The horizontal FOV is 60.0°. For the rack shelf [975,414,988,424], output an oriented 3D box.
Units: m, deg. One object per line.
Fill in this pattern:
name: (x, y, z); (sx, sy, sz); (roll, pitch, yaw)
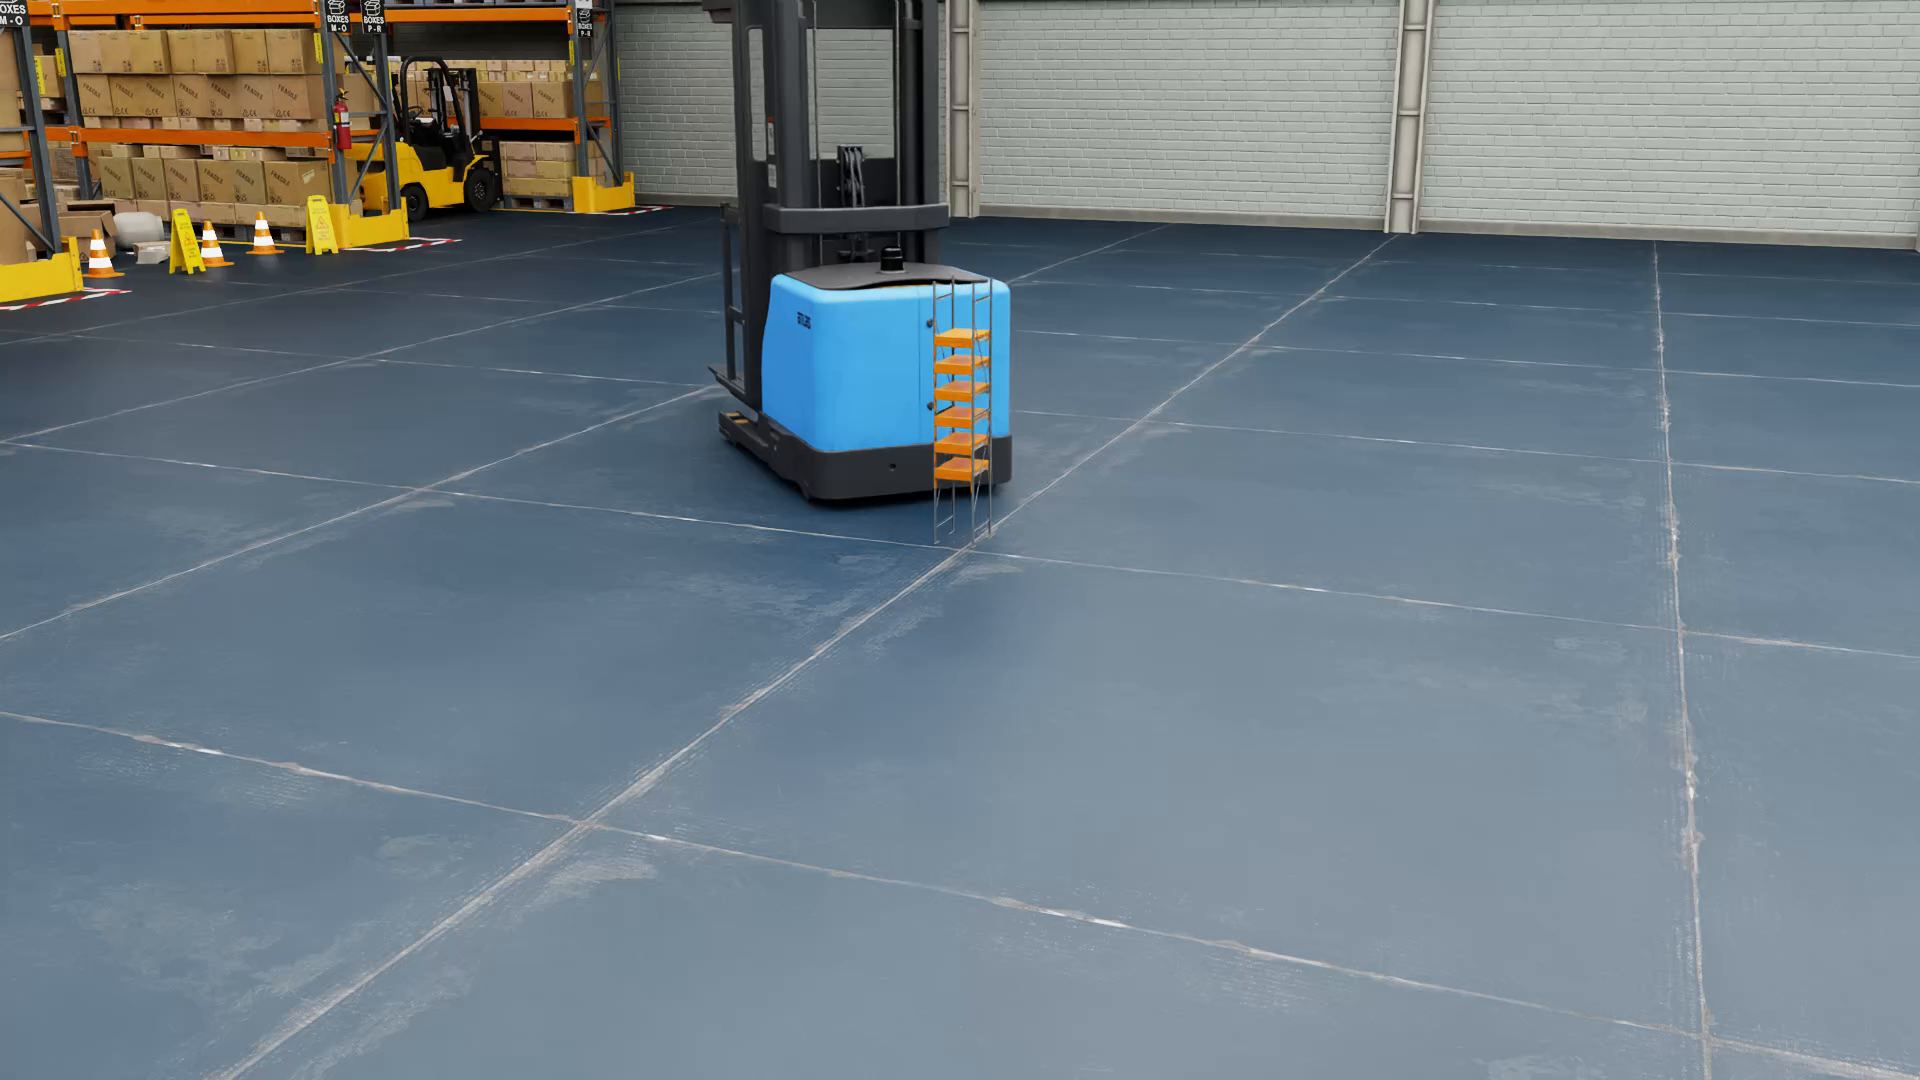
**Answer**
rack shelf: (0.013, -0.551, 7.508); (0.166, 0.020, 0.199); (6, 17, 21)

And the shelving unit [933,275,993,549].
shelving unit: (0.013, -0.575, 7.501); (0.189, 1.200, 0.258); (6, 17, 21)

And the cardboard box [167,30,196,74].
cardboard box: (-8.989, -5.835, 19.885); (0.500, 0.500, 0.700); (6, 17, 20)

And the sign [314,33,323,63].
sign: (-7.262, -5.568, 18.828); (0.005, 0.325, 0.100); (6, 17, 21)

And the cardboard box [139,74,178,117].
cardboard box: (-9.516, -5.384, 20.128); (0.500, 0.500, 0.500); (6, 17, 20)

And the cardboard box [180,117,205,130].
cardboard box: (-9.155, -5.023, 20.046); (0.250, 0.149, 0.380); (6, 17, 20)

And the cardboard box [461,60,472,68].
cardboard box: (-7.062, -6.929, 24.285); (0.250, 0.149, 0.380); (7, 17, 21)

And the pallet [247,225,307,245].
pallet: (-7.854, -3.763, 20.256); (1.213, 0.211, 1.003); (6, 17, 21)

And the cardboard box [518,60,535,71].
cardboard box: (-6.127, -6.811, 23.877); (0.250, 0.149, 0.380); (7, 17, 22)

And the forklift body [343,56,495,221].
forklift body: (-7.656, -5.603, 23.115); (1.214, 2.155, 2.313); (6, 17, 21)

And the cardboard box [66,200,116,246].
cardboard box: (-10.264, -3.749, 19.687); (0.500, 0.500, 0.500); (-9, 18, -27)

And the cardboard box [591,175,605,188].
cardboard box: (-5.608, -5.272, 24.630); (0.500, 0.250, 0.500); (6, 17, 21)

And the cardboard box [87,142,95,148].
cardboard box: (-14.172, -6.528, 27.346); (0.250, 0.149, 0.380); (6, 17, 20)

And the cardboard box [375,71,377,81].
cardboard box: (-8.502, -6.931, 24.826); (0.250, 0.149, 0.380); (7, 17, 22)

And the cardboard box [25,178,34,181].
cardboard box: (-12.567, -4.547, 21.916); (0.625, 0.372, 0.950); (7, 18, 22)

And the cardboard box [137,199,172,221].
cardboard box: (-9.811, -4.110, 20.629); (0.500, 0.250, 0.500); (7, 18, 24)

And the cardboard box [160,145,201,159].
cardboard box: (-9.487, -4.726, 20.243); (0.250, 0.149, 0.380); (7, 18, 24)

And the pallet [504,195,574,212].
pallet: (-5.949, -5.018, 24.579); (1.213, 0.211, 1.003); (6, 17, 21)

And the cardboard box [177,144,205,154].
cardboard box: (-12.089, -6.102, 26.817); (0.625, 0.625, 0.875); (7, 18, 22)

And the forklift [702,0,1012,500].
forklift: (-0.756, -1.928, 9.216); (1.129, 2.843, 3.031); (-6, 17, -21)

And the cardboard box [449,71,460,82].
cardboard box: (-7.312, -6.794, 24.353); (0.250, 0.149, 0.380); (6, 17, 19)

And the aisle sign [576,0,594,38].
aisle sign: (-5.269, -7.455, 23.310); (0.004, 0.787, 0.394); (6, 17, 21)

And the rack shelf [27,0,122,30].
rack shelf: (-12.622, -6.710, 21.318); (4.000, 0.370, 1.077); (6, 17, 21)

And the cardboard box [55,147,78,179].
cardboard box: (-14.576, -6.252, 27.558); (0.500, 0.500, 0.500); (6, 17, 19)

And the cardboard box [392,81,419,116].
cardboard box: (-8.136, -6.585, 24.795); (0.500, 0.500, 0.500); (7, 17, 22)

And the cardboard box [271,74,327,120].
cardboard box: (-7.646, -5.177, 19.412); (0.500, 0.500, 0.500); (6, 17, 20)

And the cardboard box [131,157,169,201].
cardboard box: (-9.809, -4.470, 20.525); (0.500, 0.500, 0.500); (7, 18, 23)

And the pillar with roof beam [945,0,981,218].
pillar with roof beam: (-1.537, -7.745, 18.212); (0.400, 9.000, 9.100); (6, 17, 21)

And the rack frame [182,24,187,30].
rack frame: (-12.666, -7.107, 26.774); (0.053, 2.616, 0.949); (6, 17, 21)

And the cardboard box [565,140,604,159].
cardboard box: (-5.600, -5.749, 24.482); (0.500, 0.250, 0.500); (6, 17, 20)

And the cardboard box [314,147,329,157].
cardboard box: (-9.433, -5.810, 25.814); (0.625, 0.625, 0.875); (7, 18, 23)

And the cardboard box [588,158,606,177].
cardboard box: (-5.584, -5.513, 24.564); (0.500, 0.250, 0.500); (7, 17, 22)

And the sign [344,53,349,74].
sign: (-9.133, -7.075, 24.729); (0.005, 0.325, 0.100); (6, 17, 21)

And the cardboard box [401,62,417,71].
cardboard box: (-8.037, -7.011, 24.568); (0.250, 0.149, 0.380); (7, 17, 22)

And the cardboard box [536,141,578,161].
cardboard box: (-5.765, -5.617, 24.027); (0.500, 0.250, 0.500); (7, 18, 22)

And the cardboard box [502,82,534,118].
cardboard box: (-6.256, -6.375, 24.074); (0.500, 0.500, 0.500); (7, 18, 22)

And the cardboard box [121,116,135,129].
cardboard box: (-10.073, -5.143, 20.460); (0.250, 0.149, 0.380); (6, 17, 20)

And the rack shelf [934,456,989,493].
rack shelf: (0.013, -0.302, 7.581); (0.180, 0.103, 0.258); (6, 17, 21)

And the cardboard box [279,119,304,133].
cardboard box: (-7.743, -4.861, 19.488); (0.250, 0.149, 0.380); (6, 17, 20)

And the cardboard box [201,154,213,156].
cardboard box: (-9.639, -4.610, 21.006); (0.500, 0.500, 0.500); (7, 17, 22)

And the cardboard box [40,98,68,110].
cardboard box: (-11.341, -5.473, 20.843); (0.250, 0.149, 0.380); (7, 17, 21)

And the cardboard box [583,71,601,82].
cardboard box: (-5.443, -6.751, 24.205); (0.250, 0.149, 0.380); (6, 17, 19)

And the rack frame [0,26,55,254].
rack frame: (-8.764, -3.707, 15.061); (0.053, 2.616, 0.949); (6, 17, 21)

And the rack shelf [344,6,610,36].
rack shelf: (-7.083, -7.589, 24.345); (4.000, 0.370, 1.077); (6, 17, 21)

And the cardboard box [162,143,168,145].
cardboard box: (-13.035, -6.555, 27.439); (0.250, 0.149, 0.380); (7, 18, 23)

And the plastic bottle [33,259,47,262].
plastic bottle: (-9.786, -2.967, 17.783); (0.283, 0.061, 0.133); (0, 16, 1)
